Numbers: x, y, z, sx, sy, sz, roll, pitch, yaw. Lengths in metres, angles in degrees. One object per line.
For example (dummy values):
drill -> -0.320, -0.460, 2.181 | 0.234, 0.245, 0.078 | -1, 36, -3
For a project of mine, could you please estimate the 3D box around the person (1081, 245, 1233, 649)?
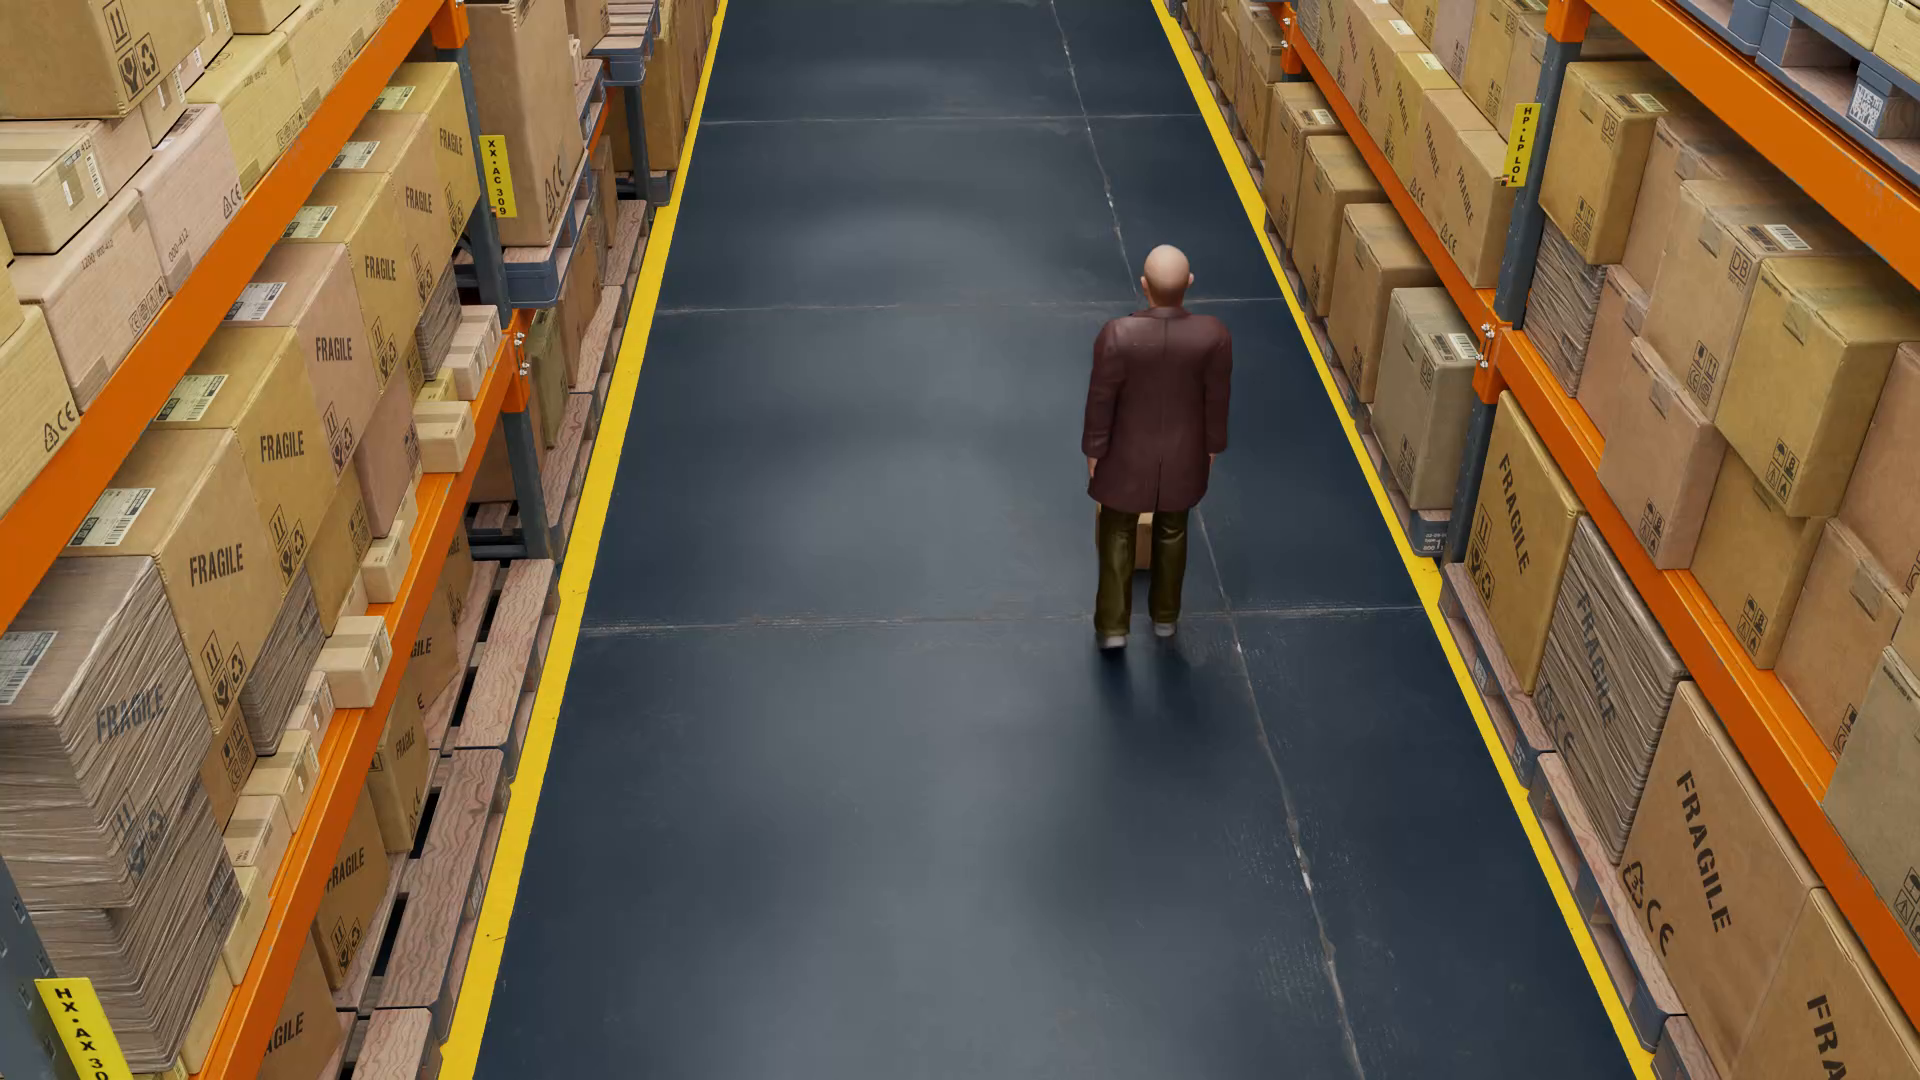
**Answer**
person -> 0.777, -0.332, 6.706 | 0.588, 1.862, 0.534 | -1, 35, -2
